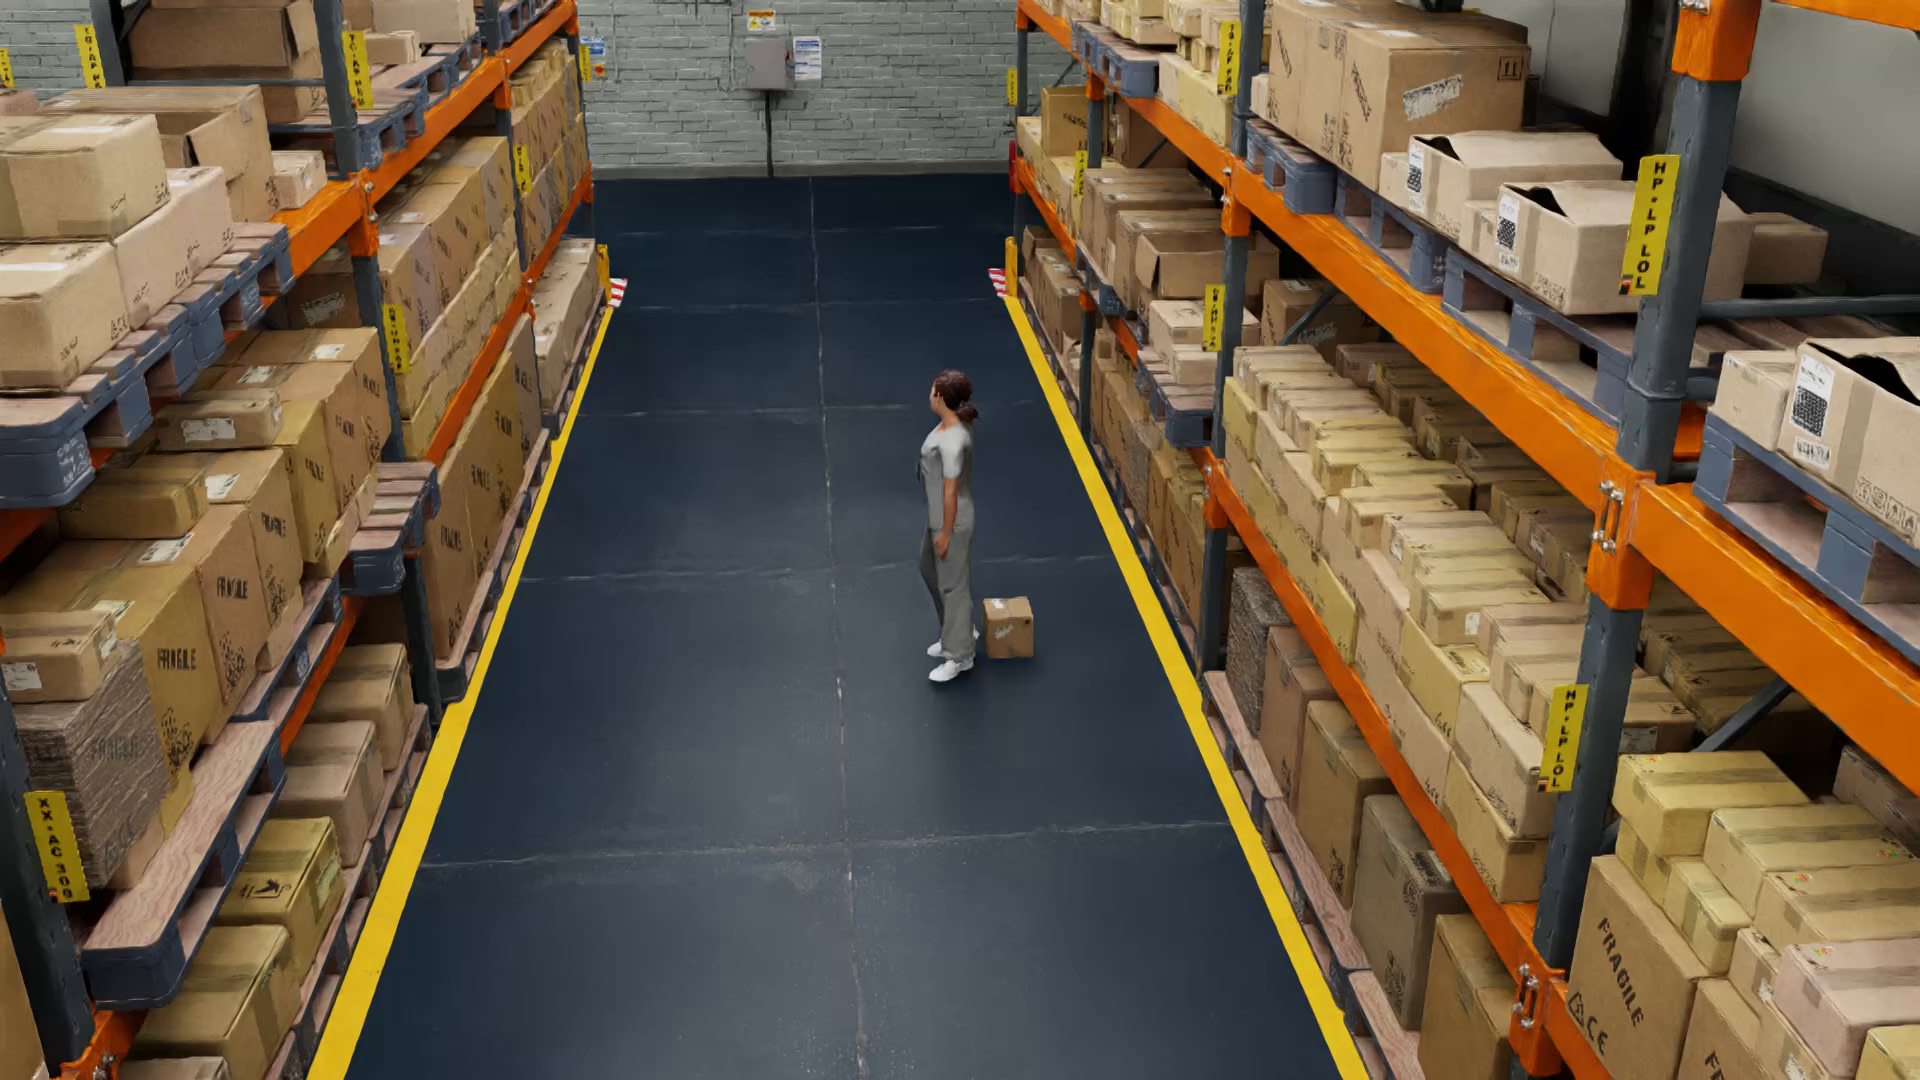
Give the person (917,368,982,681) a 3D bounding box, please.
[{"bbox_3d":[-0.055,-0.081,8.780,0.339,1.703,0.486,0,24,-1],"label":"person"}]
